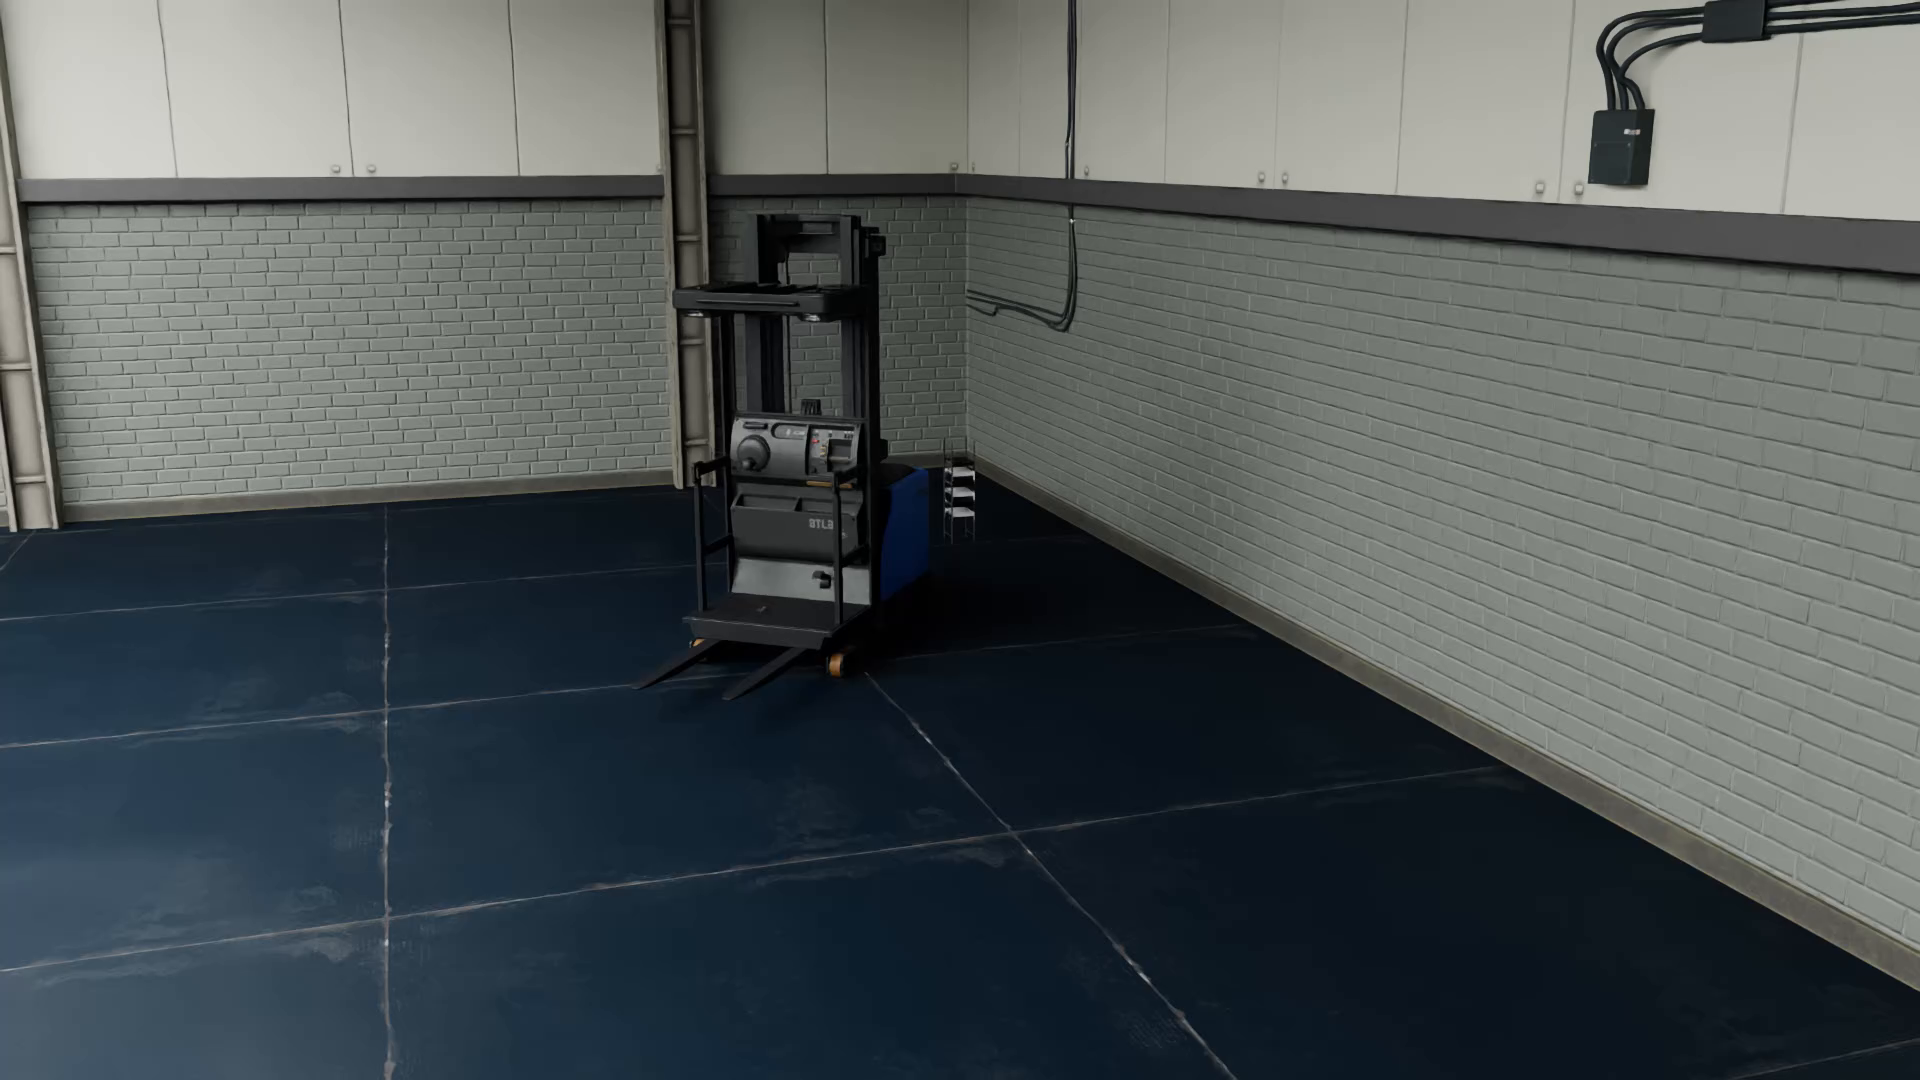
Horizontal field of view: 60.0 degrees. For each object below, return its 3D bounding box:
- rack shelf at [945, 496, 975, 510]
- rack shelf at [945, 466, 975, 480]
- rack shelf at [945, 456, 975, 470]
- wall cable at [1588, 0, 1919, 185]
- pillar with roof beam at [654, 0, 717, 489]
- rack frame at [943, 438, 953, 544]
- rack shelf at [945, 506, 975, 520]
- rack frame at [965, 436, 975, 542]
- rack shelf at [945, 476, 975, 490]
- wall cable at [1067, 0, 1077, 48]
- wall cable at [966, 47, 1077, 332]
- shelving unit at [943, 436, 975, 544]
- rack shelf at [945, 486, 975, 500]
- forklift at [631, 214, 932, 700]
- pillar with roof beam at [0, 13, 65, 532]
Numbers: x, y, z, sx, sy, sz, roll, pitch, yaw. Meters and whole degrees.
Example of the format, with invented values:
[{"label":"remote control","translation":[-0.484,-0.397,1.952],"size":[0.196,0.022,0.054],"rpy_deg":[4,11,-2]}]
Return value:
[{"label":"rack shelf","translation":[-0.008,-0.317,14.565],"size":[0.200,0.077,0.258],"rpy_deg":[-4,14,-18]},{"label":"rack shelf","translation":[-0.008,-0.580,14.502],"size":[0.200,0.077,0.258],"rpy_deg":[-4,14,-18]},{"label":"rack shelf","translation":[-0.008,-0.667,14.481],"size":[0.200,0.077,0.258],"rpy_deg":[-4,14,-18]},{"label":"wall cable","translation":[3.517,-4.439,6.508],"size":[0.169,6.003,2.305],"rpy_deg":[-4,14,-18]},{"label":"pillar with roof beam","translation":[-1.337,-3.996,11.996],"size":[0.400,9.000,9.100],"rpy_deg":[-4,14,-18]},{"label":"rack frame","translation":[-0.104,-0.430,14.505],"size":[0.006,0.900,0.240],"rpy_deg":[-4,14,-18]},{"label":"rack shelf","translation":[-0.008,-0.230,14.585],"size":[0.200,0.077,0.258],"rpy_deg":[-4,14,-18]},{"label":"rack frame","translation":[0.089,-0.445,14.568],"size":[0.006,0.900,0.240],"rpy_deg":[-4,14,-18]},{"label":"rack shelf","translation":[-0.008,-0.492,14.523],"size":[0.200,0.077,0.258],"rpy_deg":[-4,14,-18]},{"label":"wall cable","translation":[1.367,-5.221,12.940],"size":[0.112,2.526,3.097],"rpy_deg":[-4,14,-18]},{"label":"wall cable","translation":[0.504,-3.357,16.019],"size":[0.112,2.526,3.097],"rpy_deg":[-4,14,-18]},{"label":"shelving unit","translation":[-0.008,-0.437,14.536],"size":[0.210,0.900,0.258],"rpy_deg":[-4,14,-18]},{"label":"rack shelf","translation":[-0.008,-0.405,14.544],"size":[0.200,0.077,0.258],"rpy_deg":[-4,14,-18]},{"label":"forklift","translation":[-1.170,-0.631,10.960],"size":[1.130,2.935,3.031],"rpy_deg":[5,14,18]},{"label":"pillar with roof beam","translation":[-7.024,-3.553,10.134],"size":[0.400,9.000,9.100],"rpy_deg":[-4,14,-18]}]
